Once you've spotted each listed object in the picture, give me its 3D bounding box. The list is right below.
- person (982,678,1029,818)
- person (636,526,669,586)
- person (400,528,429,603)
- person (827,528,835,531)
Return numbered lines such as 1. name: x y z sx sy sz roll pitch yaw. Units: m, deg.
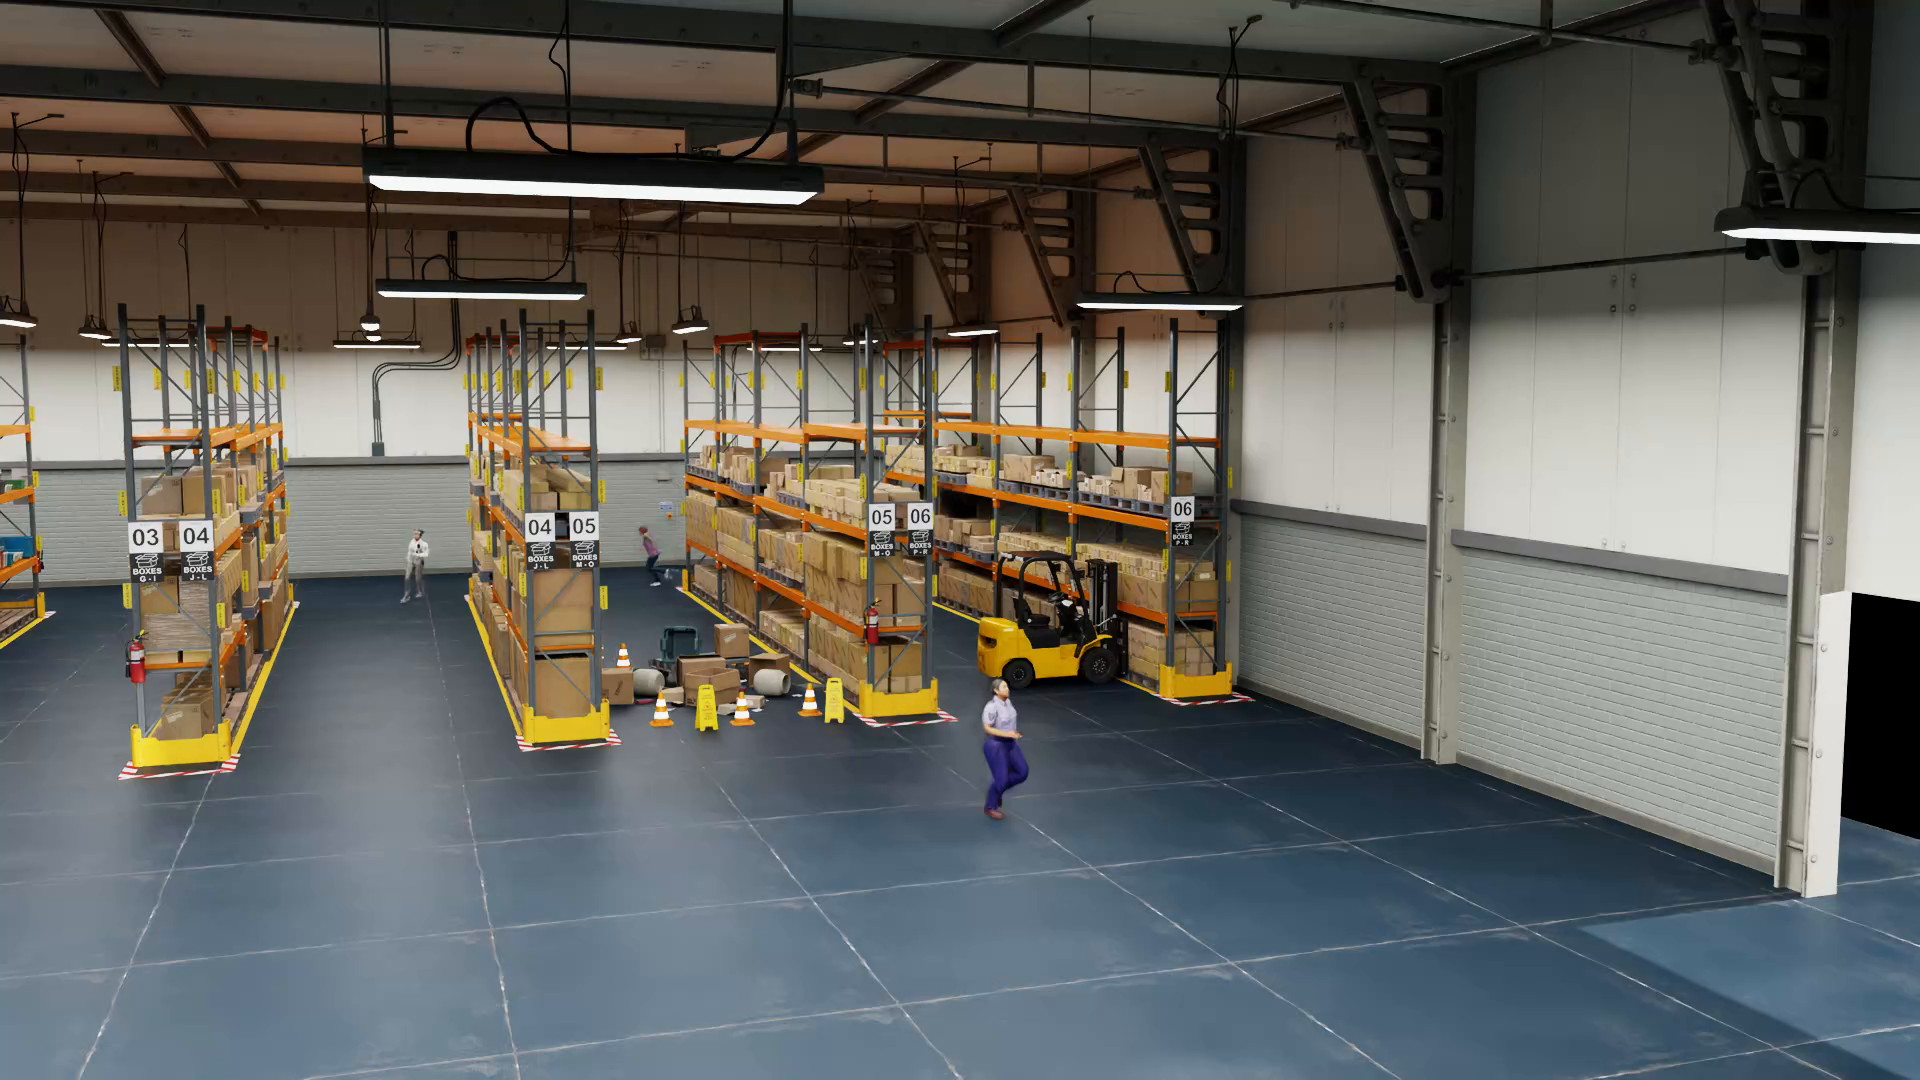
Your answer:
1. person: 0.513 2.391 19.107 0.527 1.615 0.657 3 6 32
2. person: -7.575 0.397 40.920 0.794 1.505 0.560 -1 5 -6
3. person: -12.394 0.576 38.098 0.629 1.729 0.777 1 6 14
4. person: -2.804 0.279 37.322 0.699 1.802 0.918 -3 6 -27
